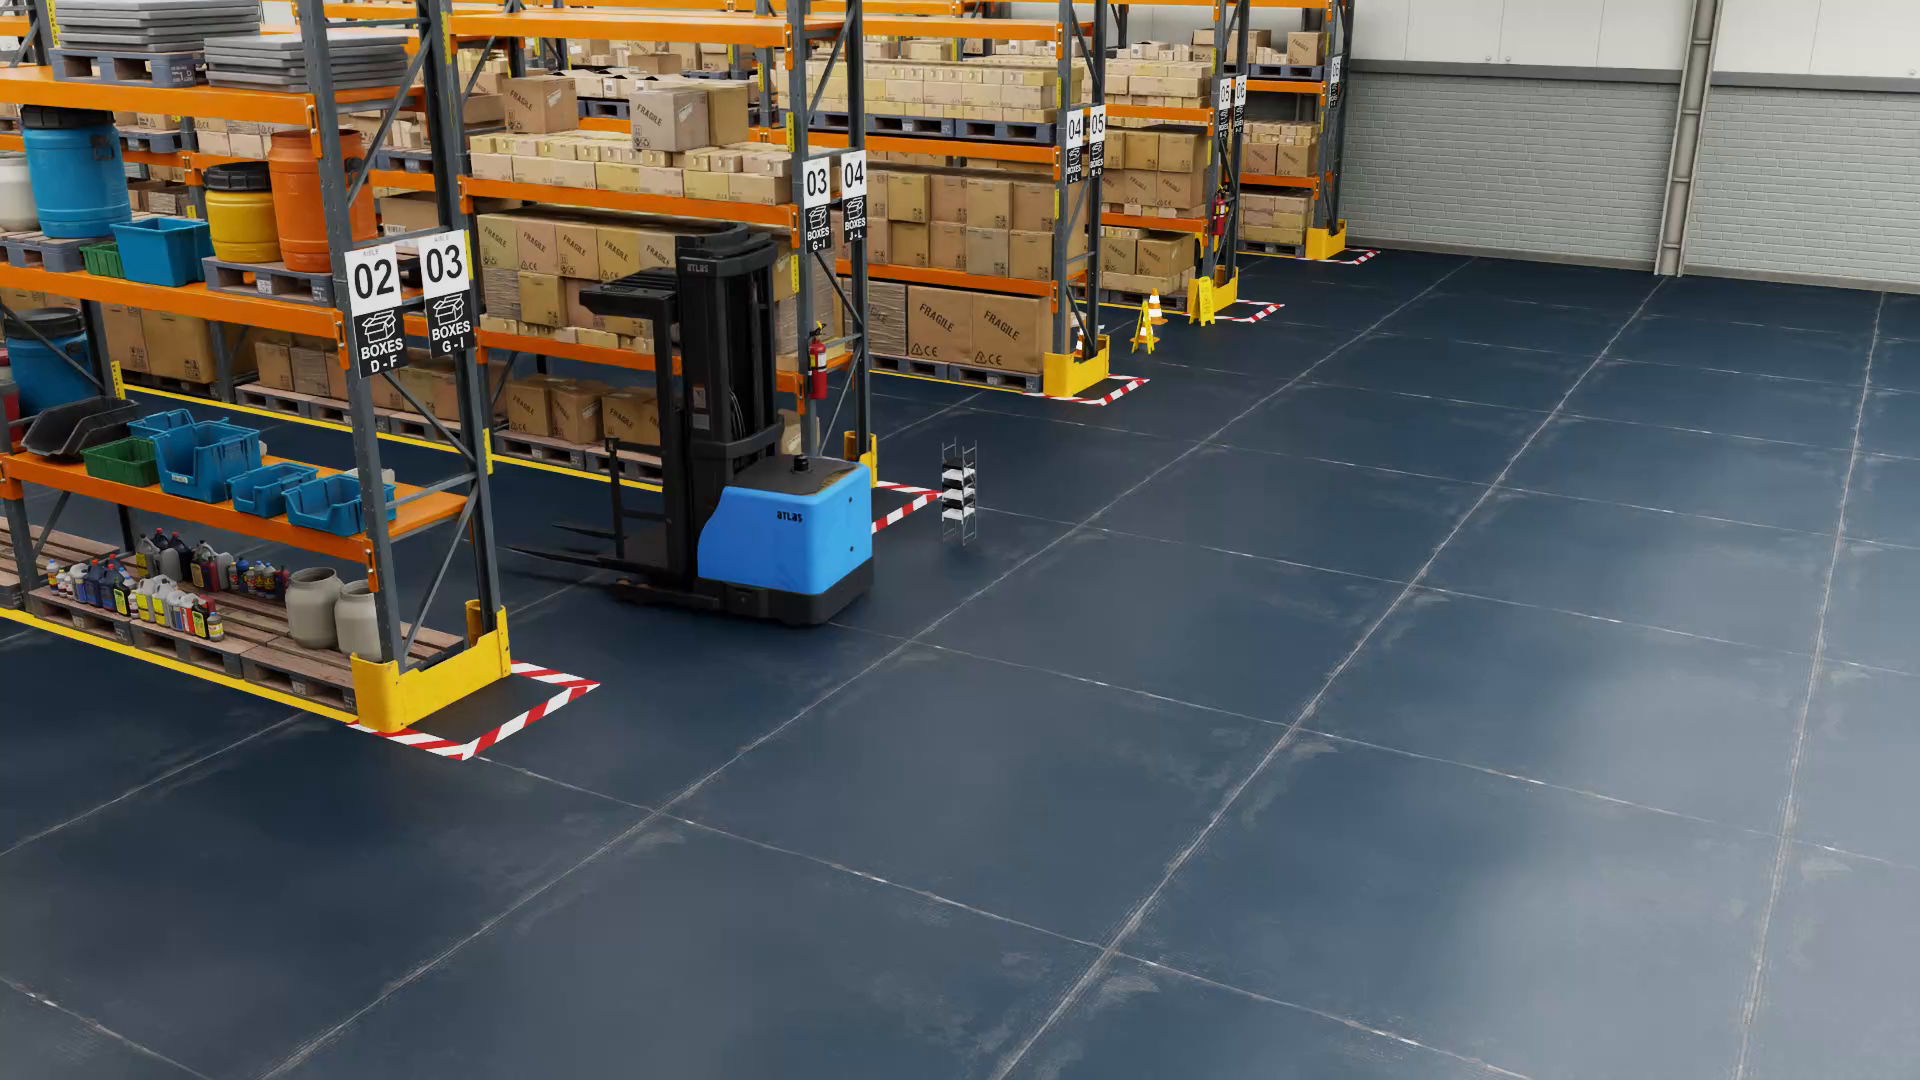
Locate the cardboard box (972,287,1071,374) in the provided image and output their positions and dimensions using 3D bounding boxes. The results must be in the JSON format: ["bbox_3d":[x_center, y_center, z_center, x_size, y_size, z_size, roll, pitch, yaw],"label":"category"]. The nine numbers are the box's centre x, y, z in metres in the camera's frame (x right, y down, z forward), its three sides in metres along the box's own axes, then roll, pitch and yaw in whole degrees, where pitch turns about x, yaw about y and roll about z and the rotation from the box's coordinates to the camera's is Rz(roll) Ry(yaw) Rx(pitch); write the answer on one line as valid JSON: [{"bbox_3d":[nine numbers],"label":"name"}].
[{"bbox_3d":[0.733,-2.540,19.767,0.875,0.875,0.875,11,23,28],"label":"cardboard box"}]

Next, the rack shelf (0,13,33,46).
[{"bbox_3d":[-9.880,-5.746,18.948,4.000,0.370,1.077,11,23,27],"label":"rack shelf"}]

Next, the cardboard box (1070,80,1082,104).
[{"bbox_3d":[1.062,-5.129,19.027,0.500,0.250,0.500,11,23,27],"label":"cardboard box"}]

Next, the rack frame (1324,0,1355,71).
[{"bbox_3d":[6.101,-9.038,26.381,0.127,3.000,1.000,11,23,27],"label":"rack frame"}]

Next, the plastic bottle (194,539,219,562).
[{"bbox_3d":[-5.905,0.166,13.047,0.185,0.351,0.144,11,22,27],"label":"plastic bottle"}]

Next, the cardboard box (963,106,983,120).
[{"bbox_3d":[0.238,-4.866,18.887,0.250,0.149,0.380,11,23,28],"label":"cardboard box"}]

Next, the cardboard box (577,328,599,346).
[{"bbox_3d":[-3.497,-2.010,16.174,0.250,0.149,0.380,11,23,27],"label":"cardboard box"}]

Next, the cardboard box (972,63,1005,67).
[{"bbox_3d":[0.334,-5.480,19.408,0.250,0.149,0.380,10,22,26],"label":"cardboard box"}]

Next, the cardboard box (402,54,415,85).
[{"bbox_3d":[-7.834,-6.604,23.305,0.637,0.503,0.797,10,22,27],"label":"cardboard box"}]

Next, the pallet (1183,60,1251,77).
[{"bbox_3d":[4.427,-7.914,27.812,1.213,0.211,1.003,11,23,27],"label":"pallet"}]

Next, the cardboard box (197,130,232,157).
[{"bbox_3d":[-7.847,-4.305,17.953,0.500,0.250,0.500,11,23,28],"label":"cardboard box"}]

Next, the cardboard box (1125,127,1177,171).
[{"bbox_3d":[2.693,-5.502,23.384,0.500,0.500,0.700,11,23,28],"label":"cardboard box"}]

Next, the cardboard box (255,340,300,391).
[{"bbox_3d":[-7.539,-2.046,18.924,0.500,0.500,0.700,10,22,24],"label":"cardboard box"}]

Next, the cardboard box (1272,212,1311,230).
[{"bbox_3d":[5.524,-5.345,27.683,0.500,0.250,0.500,10,22,27],"label":"cardboard box"}]

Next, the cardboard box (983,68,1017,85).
[{"bbox_3d":[0.457,-5.200,18.636,0.250,0.149,0.380,11,23,28],"label":"cardboard box"}]

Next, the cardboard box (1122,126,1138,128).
[{"bbox_3d":[2.986,-7.061,28.631,0.250,0.149,0.380,11,23,29],"label":"cardboard box"}]

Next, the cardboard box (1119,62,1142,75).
[{"bbox_3d":[2.400,-6.566,23.165,0.250,0.149,0.380,11,23,27],"label":"cardboard box"}]

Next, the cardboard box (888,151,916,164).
[{"bbox_3d":[-0.757,-5.879,25.273,0.500,0.500,0.500,11,23,28],"label":"cardboard box"}]

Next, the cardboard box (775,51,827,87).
[{"bbox_3d":[-2.478,-7.366,26.025,0.500,0.500,0.700,11,23,27],"label":"cardboard box"}]

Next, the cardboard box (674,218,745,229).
[{"bbox_3d":[-2.367,-2.786,15.896,0.500,0.500,0.500,11,23,27],"label":"cardboard box"}]

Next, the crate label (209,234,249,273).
[{"bbox_3d":[-5.038,-2.064,11.774,0.408,0.251,0.502,11,23,27],"label":"crate label"}]

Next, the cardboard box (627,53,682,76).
[{"bbox_3d":[-3.972,-6.075,21.703,0.500,0.500,0.500,11,23,27],"label":"cardboard box"}]

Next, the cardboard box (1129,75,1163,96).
[{"bbox_3d":[2.673,-6.312,23.048,0.500,0.250,0.500,10,22,27],"label":"cardboard box"}]

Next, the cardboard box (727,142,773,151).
[{"bbox_3d":[-1.940,-3.574,15.354,0.250,0.149,0.380,12,23,29],"label":"cardboard box"}]

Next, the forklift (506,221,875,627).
[{"bbox_3d":[-2.260,-1.019,13.173,3.031,2.935,1.130,8,21,21],"label":"forklift"}]

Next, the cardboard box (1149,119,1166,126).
[{"bbox_3d":[3.417,-7.103,28.312,0.250,0.149,0.380,11,23,28],"label":"cardboard box"}]

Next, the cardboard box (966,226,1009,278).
[{"bbox_3d":[0.521,-3.452,19.562,0.550,0.550,0.875,11,23,27],"label":"cardboard box"}]

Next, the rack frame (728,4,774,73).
[{"bbox_3d":[-3.301,-8.890,25.973,0.127,3.000,1.000,11,23,27],"label":"rack frame"}]

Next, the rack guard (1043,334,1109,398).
[{"bbox_3d":[1.379,-2.070,19.635,0.348,0.500,1.175,11,23,27],"label":"rack guard"}]

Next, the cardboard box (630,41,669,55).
[{"bbox_3d":[-4.981,-7.931,26.966,0.500,0.500,0.500,11,23,28],"label":"cardboard box"}]

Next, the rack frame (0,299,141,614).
[{"bbox_3d":[-7.057,-0.980,12.965,0.127,3.000,1.000,11,23,27],"label":"rack frame"}]

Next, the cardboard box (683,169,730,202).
[{"bbox_3d":[-2.132,-3.215,14.949,0.500,0.250,0.500,11,23,28],"label":"cardboard box"}]

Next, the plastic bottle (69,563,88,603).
[{"bbox_3d":[-6.697,0.323,12.723,0.135,0.276,0.152,12,23,29],"label":"plastic bottle"}]

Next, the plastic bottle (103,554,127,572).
[{"bbox_3d":[-6.484,0.274,12.749,0.185,0.351,0.144,11,23,27],"label":"plastic bottle"}]

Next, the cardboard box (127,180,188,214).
[{"bbox_3d":[-9.332,-3.874,19.325,0.637,0.503,0.797,11,23,29],"label":"cardboard box"}]

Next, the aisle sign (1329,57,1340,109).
[{"bbox_3d":[6.015,-7.341,26.690,0.004,0.787,0.394,11,23,27],"label":"aisle sign"}]

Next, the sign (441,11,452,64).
[{"bbox_3d":[-3.293,-3.199,10.593,0.005,0.325,0.100,11,23,27],"label":"sign"}]

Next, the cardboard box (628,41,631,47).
[{"bbox_3d":[-6.256,-9.956,33.096,0.500,0.250,0.500,10,22,26],"label":"cardboard box"}]

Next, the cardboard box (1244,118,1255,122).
[{"bbox_3d":[4.830,-7.077,28.239,0.250,0.149,0.380,10,22,26],"label":"cardboard box"}]

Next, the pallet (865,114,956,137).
[{"bbox_3d":[-0.364,-4.940,19.614,1.213,0.211,1.003,11,23,27],"label":"pallet"}]

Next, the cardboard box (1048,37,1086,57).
[{"bbox_3d":[1.858,-8.543,28.785,0.500,0.311,0.500,10,22,26],"label":"cardboard box"}]

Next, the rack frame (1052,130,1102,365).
[{"bbox_3d":[1.358,-3.249,19.220,0.127,3.000,1.000,11,23,27],"label":"rack frame"}]

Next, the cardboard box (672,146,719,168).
[{"bbox_3d":[-2.392,-3.473,15.075,0.250,0.149,0.380,11,23,28],"label":"cardboard box"}]

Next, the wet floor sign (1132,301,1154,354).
[{"bbox_3d":[2.349,-2.727,21.233,0.232,0.644,0.267,7,21,18],"label":"wet floor sign"}]

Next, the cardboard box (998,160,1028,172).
[{"bbox_3d":[0.889,-5.359,24.453,0.500,0.500,0.500,11,23,27],"label":"cardboard box"}]

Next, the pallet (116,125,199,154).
[{"bbox_3d":[-8.722,-4.532,18.636,1.003,0.211,1.213,12,23,30],"label":"pallet"}]

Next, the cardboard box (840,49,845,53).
[{"bbox_3d":[-1.889,-8.984,30.852,0.500,0.250,0.500,11,23,27],"label":"cardboard box"}]

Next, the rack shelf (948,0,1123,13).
[{"bbox_3d":[0.863,-9.509,29.323,4.000,0.370,1.077,11,23,27],"label":"rack shelf"}]

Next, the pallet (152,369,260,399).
[{"bbox_3d":[-8.785,-1.962,19.762,1.213,0.211,1.003,11,23,27],"label":"pallet"}]

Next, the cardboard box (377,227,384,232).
[{"bbox_3d":[-8.602,-4.418,24.393,0.500,0.250,0.500,10,22,25],"label":"cardboard box"}]

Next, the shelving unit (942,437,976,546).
[{"bbox_3d":[-0.007,-0.424,14.513,0.210,0.900,0.258,11,23,27],"label":"shelving unit"}]

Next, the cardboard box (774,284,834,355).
[{"bbox_3d":[-1.616,-2.075,15.403,0.500,0.500,0.875,11,23,27],"label":"cardboard box"}]

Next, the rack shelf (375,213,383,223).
[{"bbox_3d":[-7.373,-4.574,23.927,4.000,0.370,1.077,11,23,27],"label":"rack shelf"}]

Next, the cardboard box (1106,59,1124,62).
[{"bbox_3d":[2.159,-6.788,23.778,0.250,0.149,0.380,11,23,28],"label":"cardboard box"}]

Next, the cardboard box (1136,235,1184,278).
[{"bbox_3d":[2.857,-4.052,23.751,0.500,0.500,0.500,11,23,28],"label":"cardboard box"}]

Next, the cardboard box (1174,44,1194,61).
[{"bbox_3d":[3.757,-8.137,27.731,0.258,0.266,0.396,10,22,26],"label":"cardboard box"}]
